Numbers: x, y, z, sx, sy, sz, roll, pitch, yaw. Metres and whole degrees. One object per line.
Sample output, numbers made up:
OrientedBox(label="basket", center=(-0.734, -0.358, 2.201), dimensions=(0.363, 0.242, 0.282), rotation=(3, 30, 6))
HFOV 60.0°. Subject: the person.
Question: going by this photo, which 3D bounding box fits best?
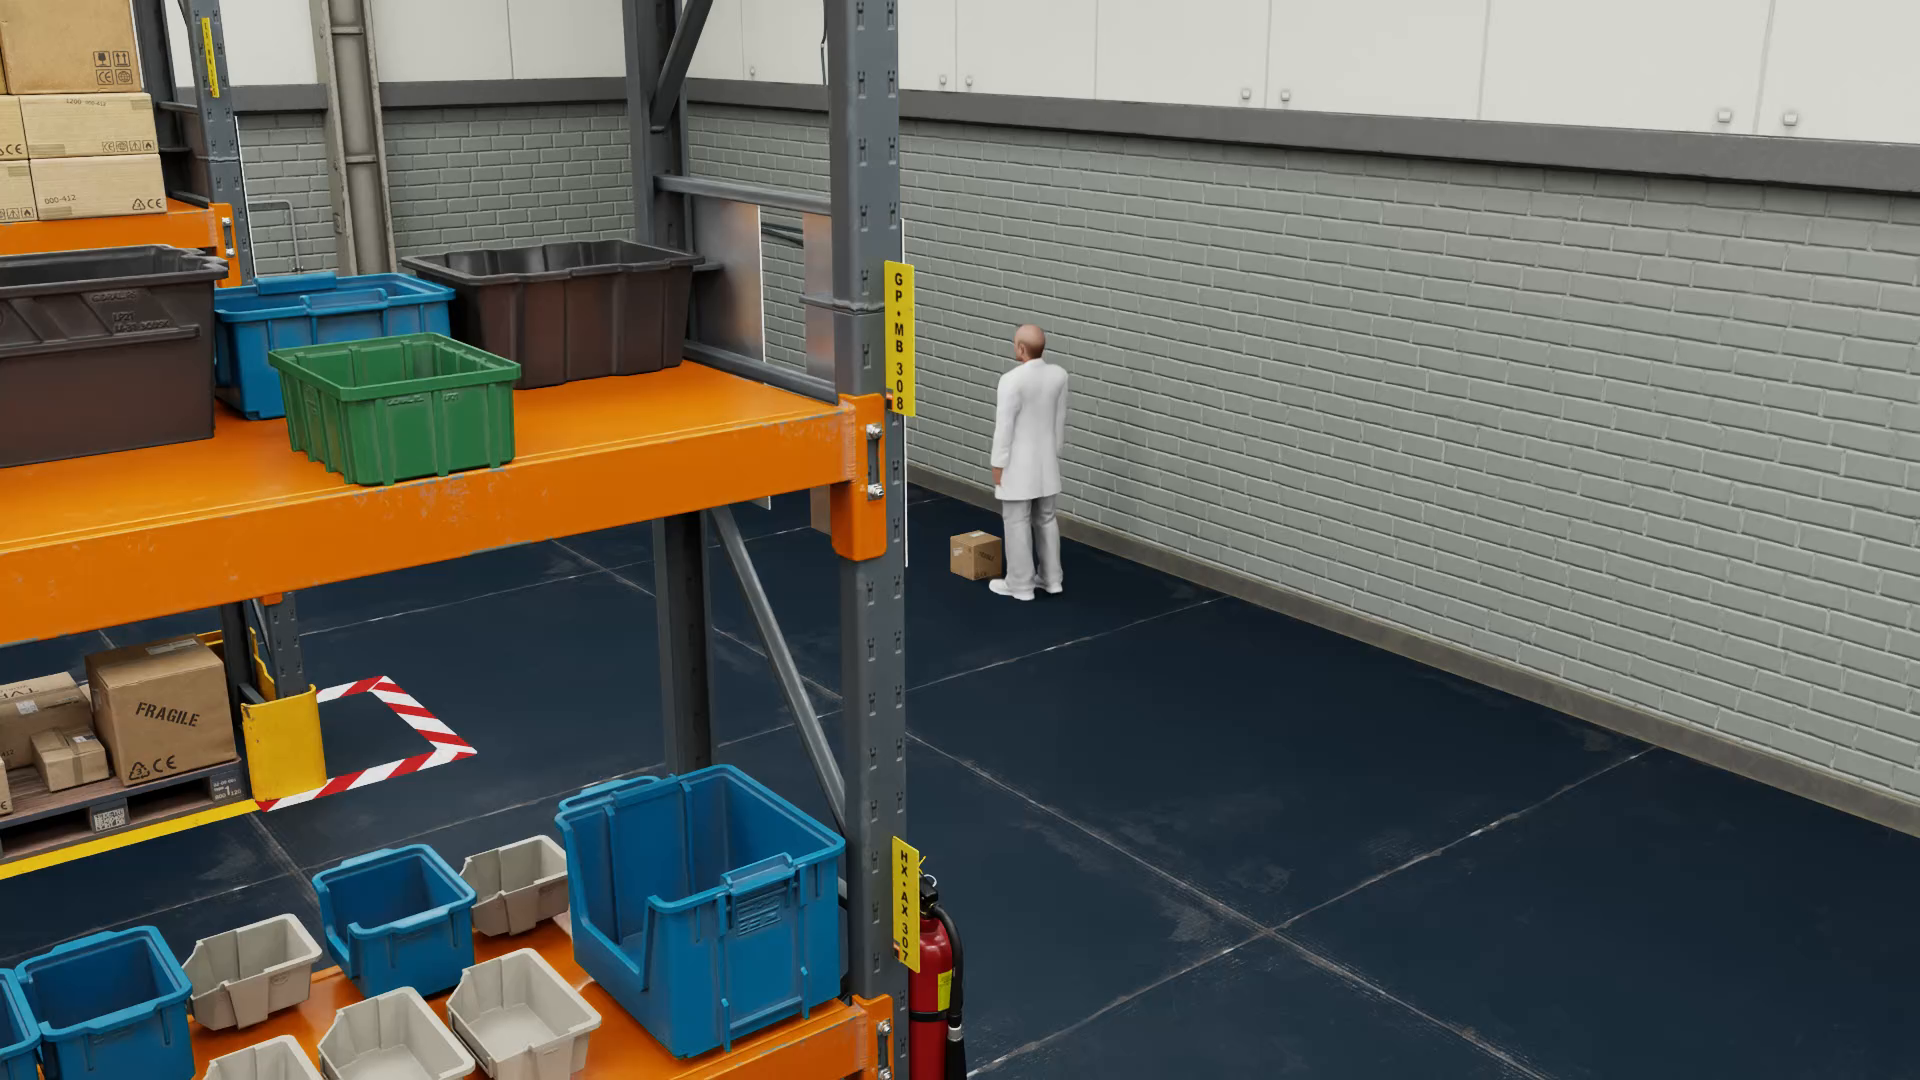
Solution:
OrientedBox(label="person", center=(0.420, -0.497, 10.670), dimensions=(0.563, 1.794, 0.393), rotation=(-13, 22, -35))
